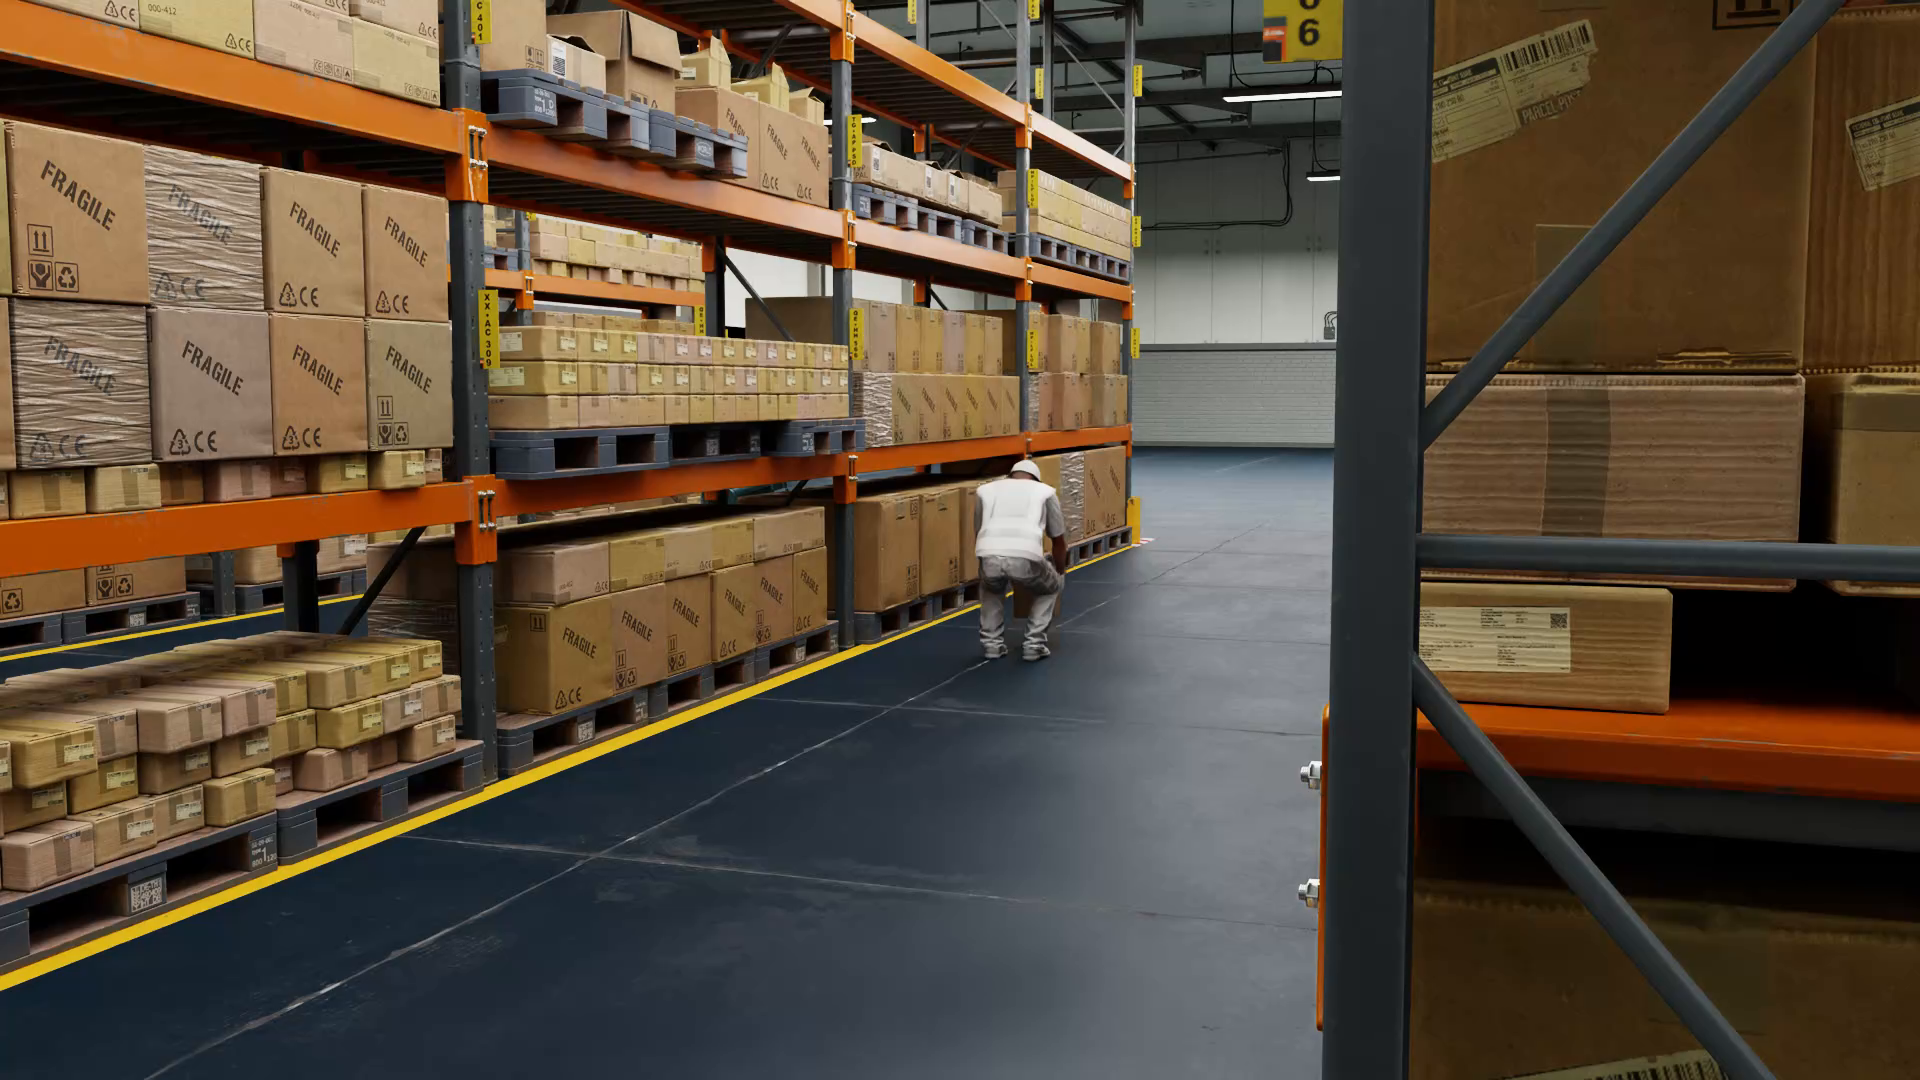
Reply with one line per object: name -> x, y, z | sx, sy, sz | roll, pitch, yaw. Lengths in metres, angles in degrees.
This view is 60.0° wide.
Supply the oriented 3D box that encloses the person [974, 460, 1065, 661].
person -> 0.335, 0.120, 10.560 | 0.603, 1.236, 0.840 | 2, 5, 19
